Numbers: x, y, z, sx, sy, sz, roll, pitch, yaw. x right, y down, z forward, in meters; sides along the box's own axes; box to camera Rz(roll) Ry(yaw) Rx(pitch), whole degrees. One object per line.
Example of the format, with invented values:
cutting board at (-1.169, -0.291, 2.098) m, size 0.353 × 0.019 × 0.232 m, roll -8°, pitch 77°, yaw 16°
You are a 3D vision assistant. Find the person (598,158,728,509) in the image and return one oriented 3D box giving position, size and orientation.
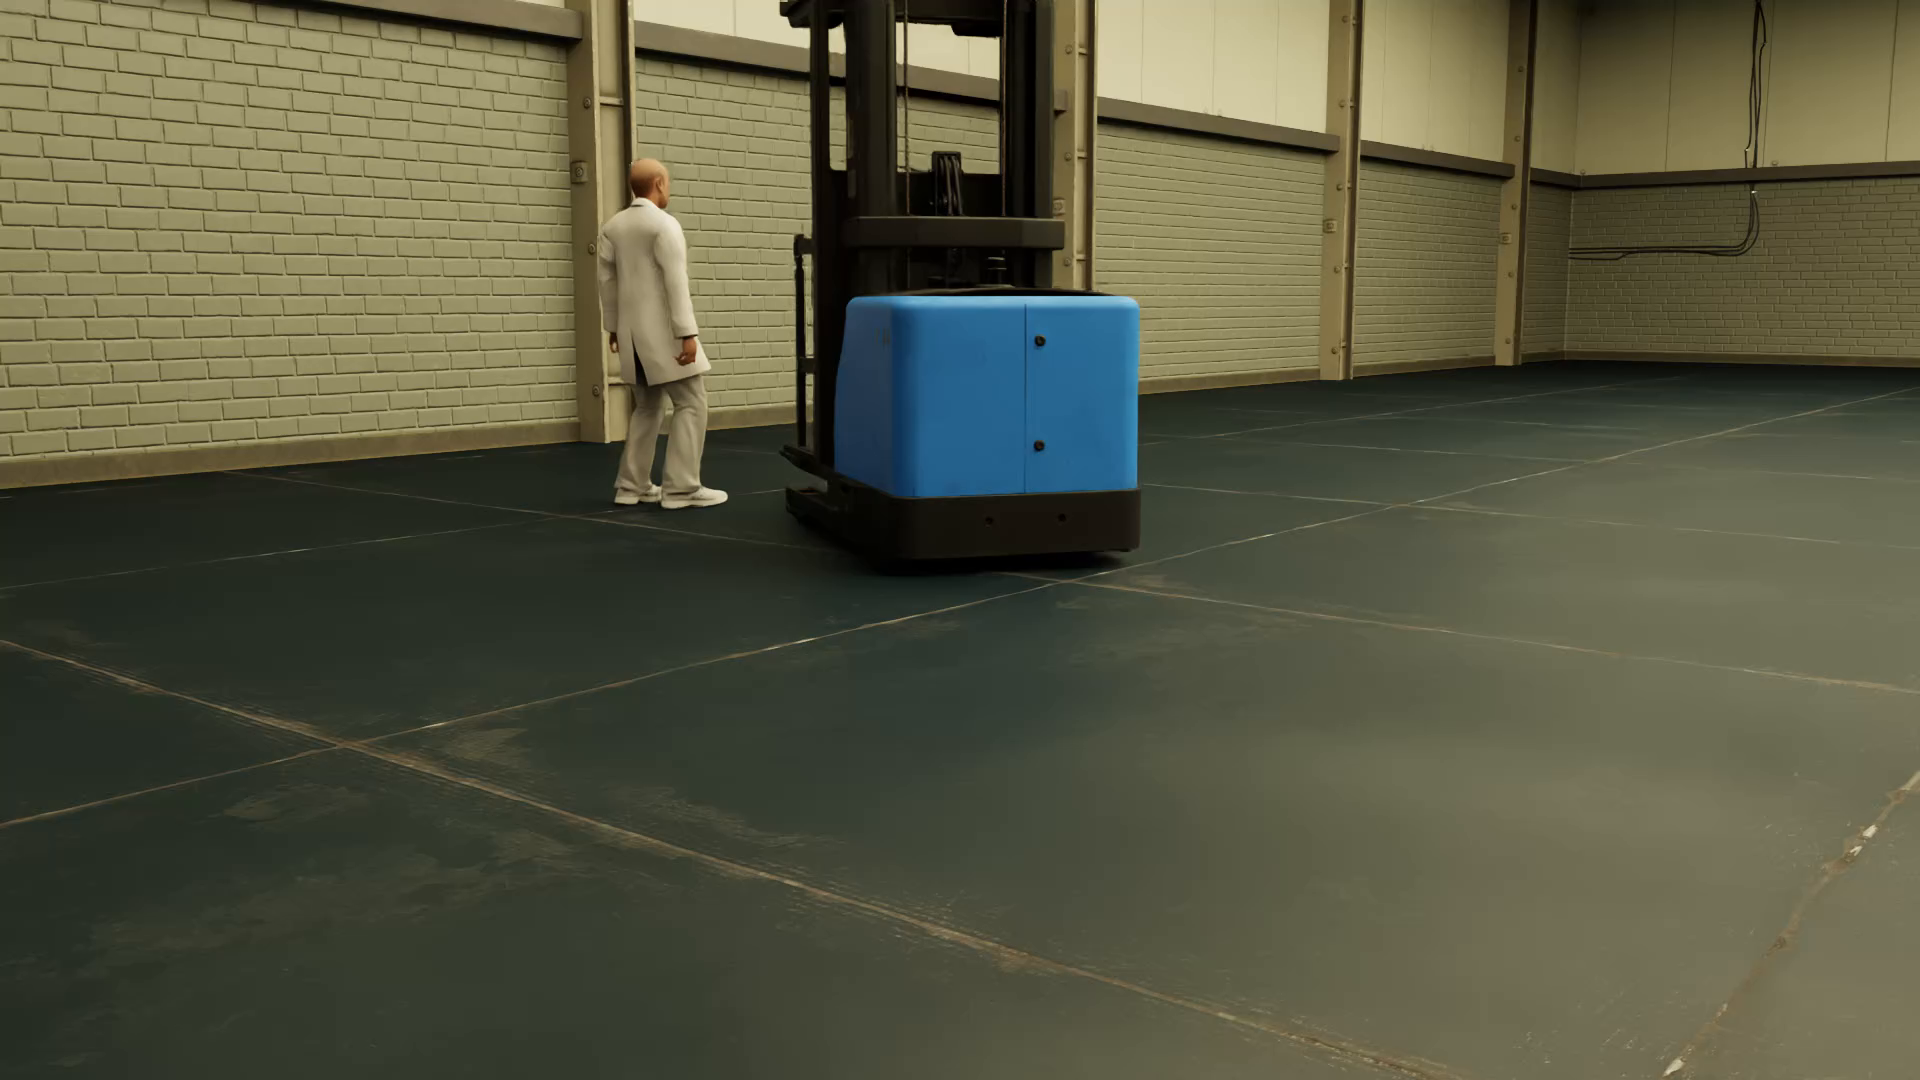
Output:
person at (-1.537, -1.057, 8.555) m, size 0.724 × 1.766 × 0.440 m, roll 7°, pitch 11°, yaw 40°

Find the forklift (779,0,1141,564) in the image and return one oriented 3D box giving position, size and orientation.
forklift at (-0.209, -1.530, 7.736) m, size 1.130 × 2.935 × 3.031 m, roll -3°, pitch 9°, yaw -18°
